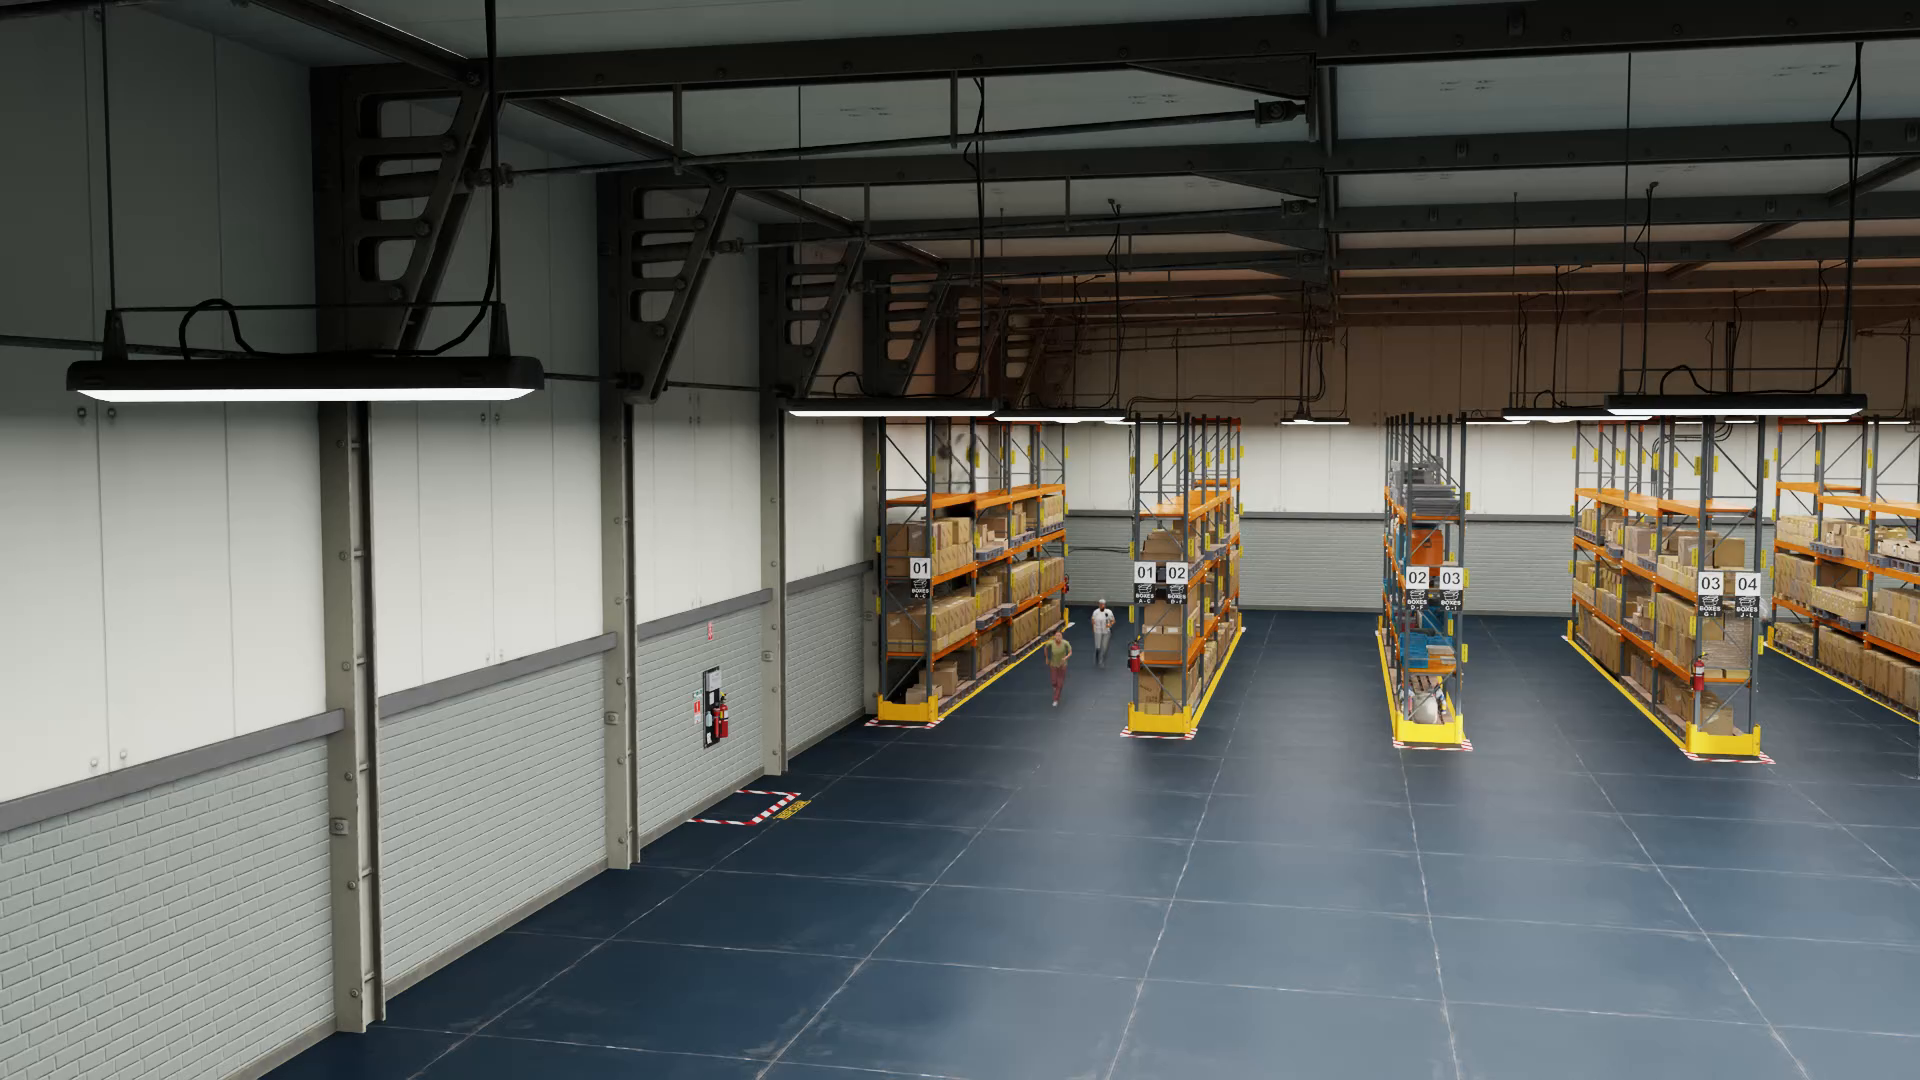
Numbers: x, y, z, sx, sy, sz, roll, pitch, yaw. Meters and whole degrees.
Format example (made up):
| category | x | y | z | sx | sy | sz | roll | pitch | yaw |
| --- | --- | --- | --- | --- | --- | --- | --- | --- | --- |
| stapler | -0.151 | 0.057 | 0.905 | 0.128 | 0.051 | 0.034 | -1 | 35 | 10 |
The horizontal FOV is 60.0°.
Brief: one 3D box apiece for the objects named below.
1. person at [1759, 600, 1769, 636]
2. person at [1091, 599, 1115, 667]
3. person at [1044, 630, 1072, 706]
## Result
| category | x | y | z | sx | sy | sz | roll | pitch | yaw |
| --- | --- | --- | --- | --- | --- | --- | --- | --- | --- |
| person | 19.484 | 2.097 | 40.814 | 0.699 | 1.748 | 0.672 | 1 | 4 | 14 |
| person | 3.394 | 2.226 | 39.573 | 0.586 | 1.633 | 0.583 | 1 | 4 | 10 |
| person | 2.028 | 2.621 | 34.342 | 0.572 | 1.600 | 0.694 | 0 | 4 | 2 |
